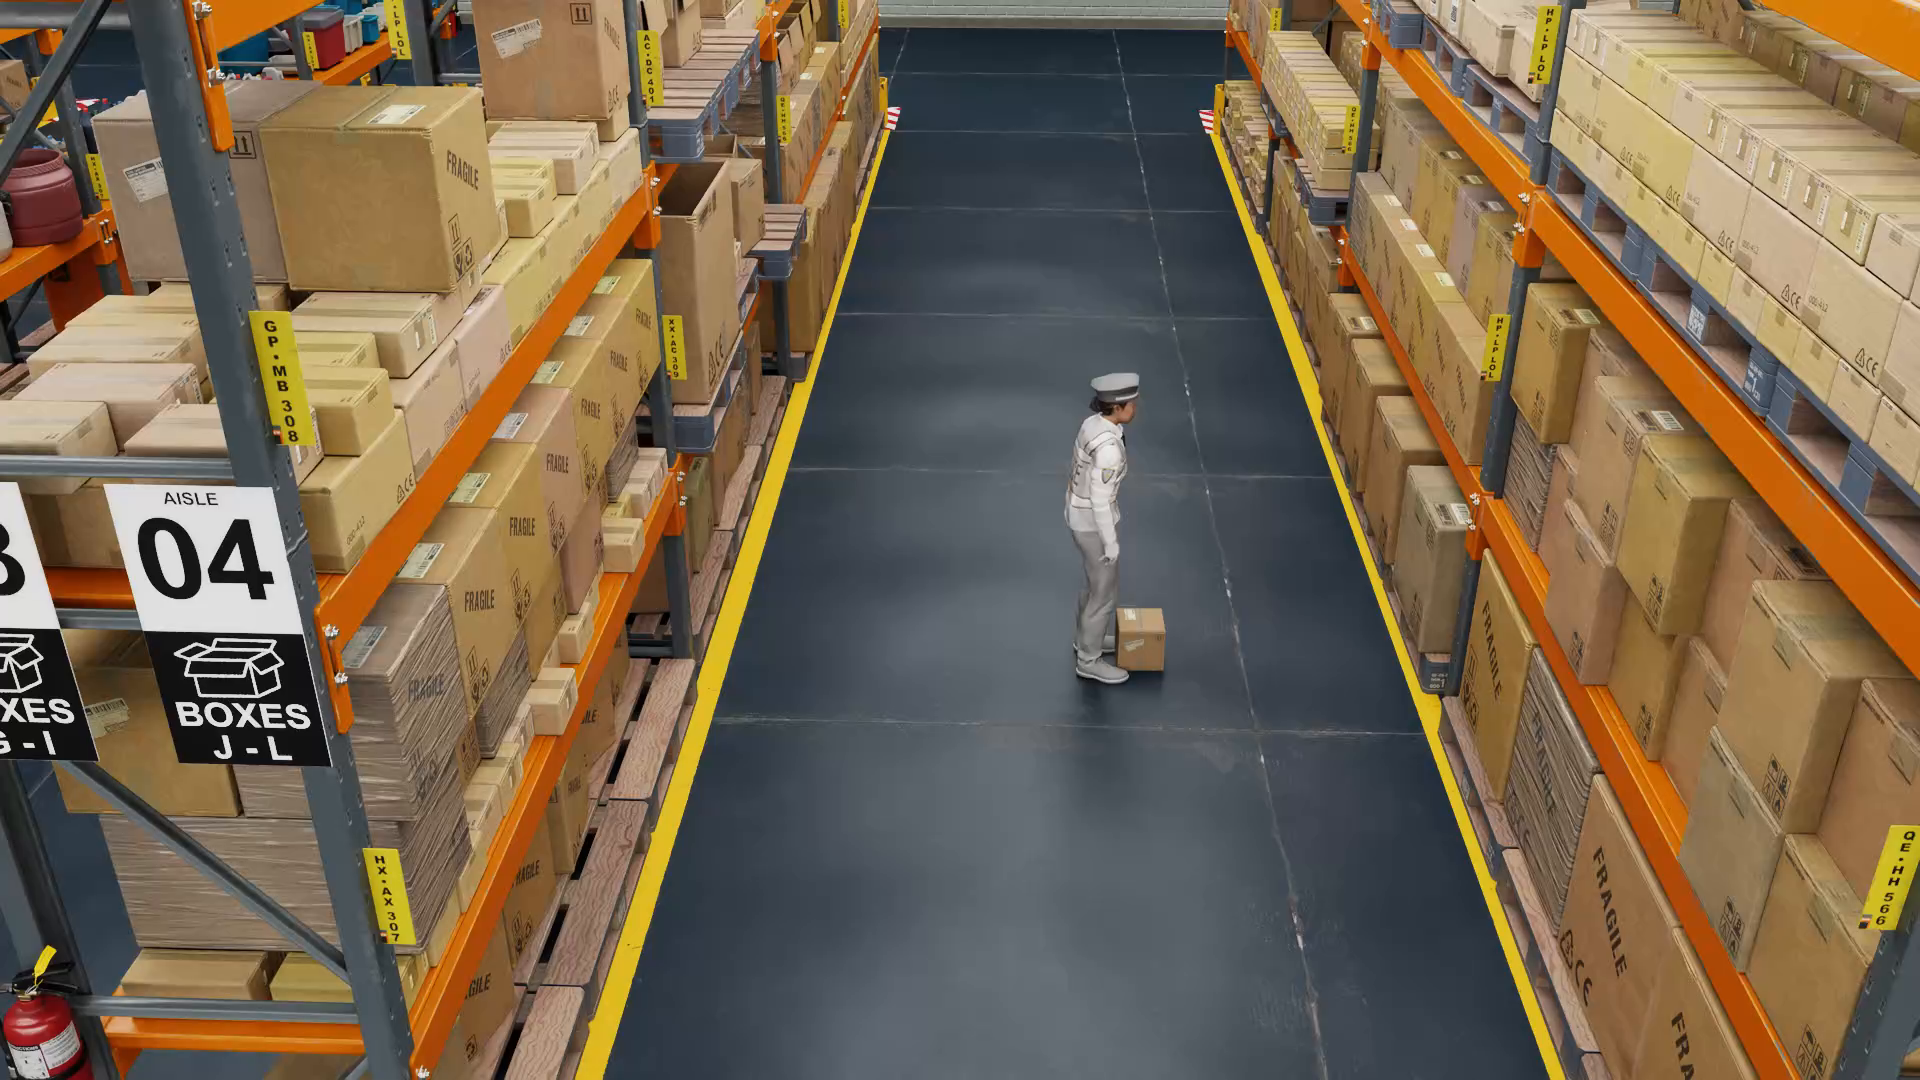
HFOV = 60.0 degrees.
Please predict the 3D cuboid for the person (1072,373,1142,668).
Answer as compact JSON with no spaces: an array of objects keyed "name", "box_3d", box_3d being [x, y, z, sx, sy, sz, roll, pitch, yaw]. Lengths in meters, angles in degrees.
[{"name":"person","box_3d":[0.756,-0.111,8.760,0.346,1.602,0.515,-1,28,-1]}]
